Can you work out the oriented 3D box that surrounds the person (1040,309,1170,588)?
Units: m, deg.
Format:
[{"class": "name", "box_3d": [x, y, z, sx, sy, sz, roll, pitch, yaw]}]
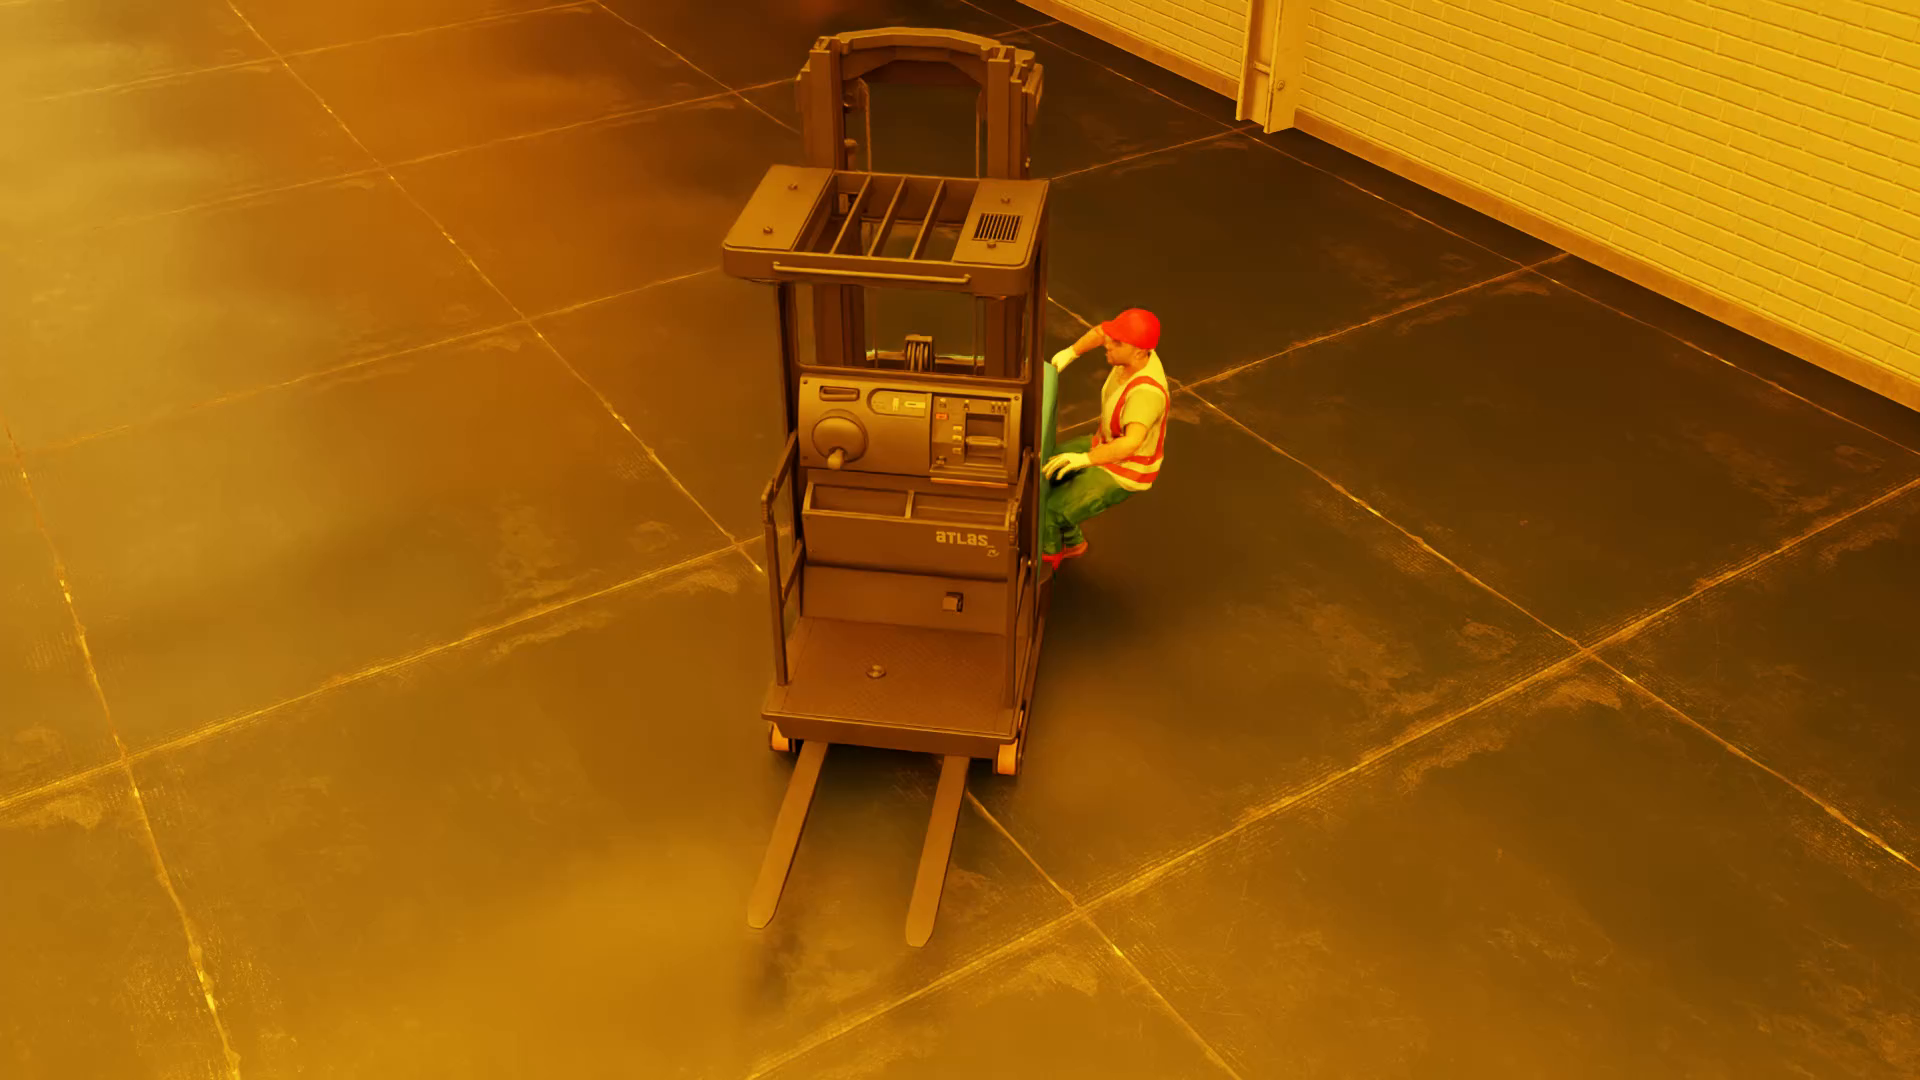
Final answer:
[{"class": "person", "box_3d": [0.535, -0.407, 7.928, 0.863, 1.564, 1.136, -7, 36, -9]}]

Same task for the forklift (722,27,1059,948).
[{"class": "forklift", "box_3d": [-0.239, -0.397, 6.713, 1.130, 2.935, 3.031, 5, 35, 7]}]
